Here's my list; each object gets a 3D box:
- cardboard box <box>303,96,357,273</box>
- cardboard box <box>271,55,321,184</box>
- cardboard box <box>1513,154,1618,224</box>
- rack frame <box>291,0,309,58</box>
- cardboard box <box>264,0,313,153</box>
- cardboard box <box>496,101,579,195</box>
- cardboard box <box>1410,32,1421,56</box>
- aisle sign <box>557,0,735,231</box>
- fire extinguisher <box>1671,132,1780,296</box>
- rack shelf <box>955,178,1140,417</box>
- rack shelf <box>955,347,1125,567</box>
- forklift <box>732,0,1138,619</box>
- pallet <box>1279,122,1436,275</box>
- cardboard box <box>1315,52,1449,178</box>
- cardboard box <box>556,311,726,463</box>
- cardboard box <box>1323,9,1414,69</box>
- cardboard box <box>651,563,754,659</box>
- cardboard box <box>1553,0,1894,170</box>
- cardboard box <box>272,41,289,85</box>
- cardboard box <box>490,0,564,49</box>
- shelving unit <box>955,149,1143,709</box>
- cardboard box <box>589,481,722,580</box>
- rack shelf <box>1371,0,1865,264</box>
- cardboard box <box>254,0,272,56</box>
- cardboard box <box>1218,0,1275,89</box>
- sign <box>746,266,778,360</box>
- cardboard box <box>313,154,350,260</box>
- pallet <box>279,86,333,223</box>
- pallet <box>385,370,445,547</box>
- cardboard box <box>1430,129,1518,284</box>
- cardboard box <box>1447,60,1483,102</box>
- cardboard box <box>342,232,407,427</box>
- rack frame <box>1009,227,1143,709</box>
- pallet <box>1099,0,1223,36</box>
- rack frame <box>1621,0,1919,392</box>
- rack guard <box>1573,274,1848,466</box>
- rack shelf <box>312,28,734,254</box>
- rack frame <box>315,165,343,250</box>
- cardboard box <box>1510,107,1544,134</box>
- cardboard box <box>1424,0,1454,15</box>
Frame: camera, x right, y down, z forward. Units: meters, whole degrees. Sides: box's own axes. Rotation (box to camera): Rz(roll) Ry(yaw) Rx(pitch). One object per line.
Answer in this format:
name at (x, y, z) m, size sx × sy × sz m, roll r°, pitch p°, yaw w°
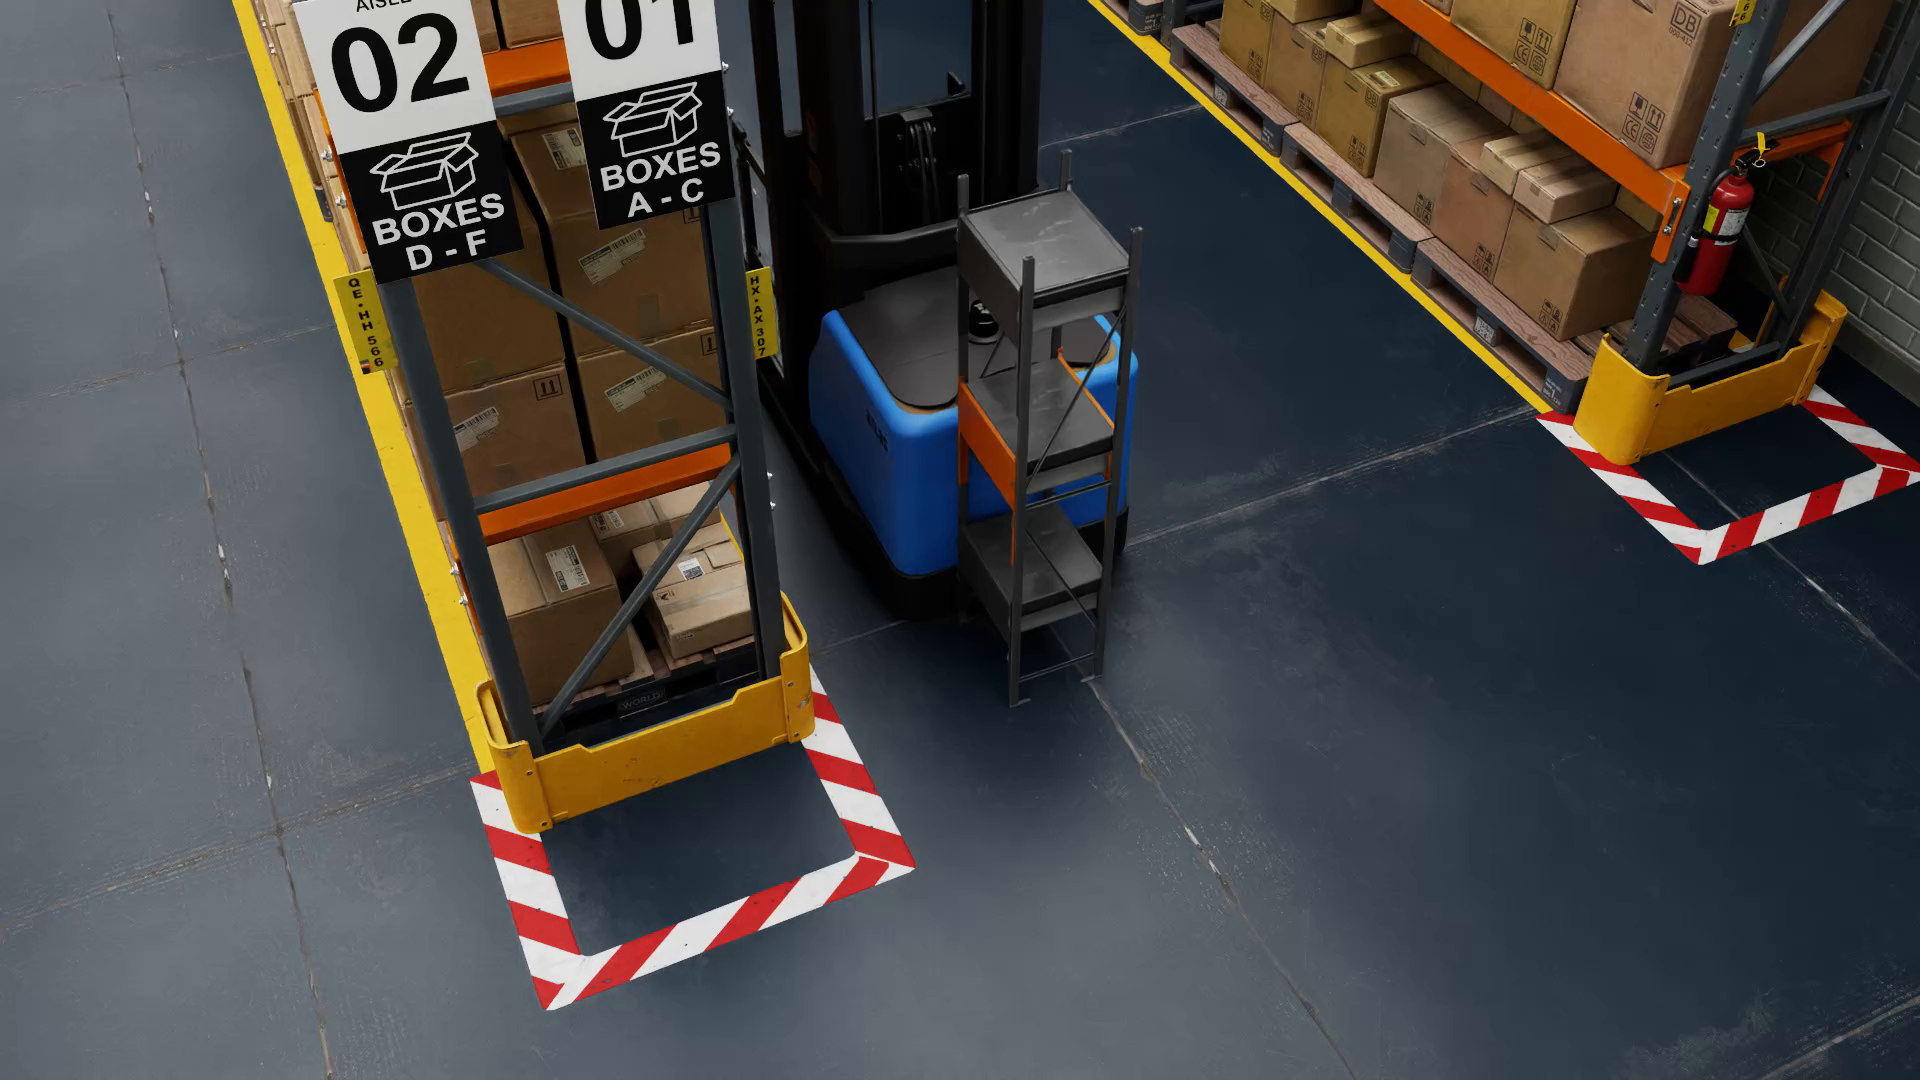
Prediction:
cardboard box at (-1.755, -1.133, 5.348) m, size 0.500 × 0.500 × 0.500 m, roll -17°, pitch 47°, yaw -16°
cardboard box at (-3.254, -2.263, 8.743) m, size 0.500 × 0.500 × 0.500 m, roll -18°, pitch 47°, yaw -18°
cardboard box at (2.783, -1.618, 7.642) m, size 0.380 × 0.149 × 0.250 m, roll -19°, pitch 48°, yaw -18°
rack frame at (-1.105, -2.353, 3.096) m, size 1.000 × 3.000 × 0.127 m, roll -18°, pitch 47°, yaw -17°
cardboard box at (-2.193, -1.789, 6.014) m, size 0.500 × 0.500 × 0.500 m, roll -17°, pitch 47°, yaw -16°
cardboard box at (-1.279, -1.300, 5.518) m, size 0.500 × 0.500 × 0.500 m, roll -18°, pitch 47°, yaw -17°
cardboard box at (2.487, -2.702, 8.741) m, size 0.380 × 0.149 × 0.250 m, roll -18°, pitch 47°, yaw -17°
aisle sign at (-0.810, -1.186, 4.334) m, size 0.394 × 0.787 × 0.004 m, roll -18°, pitch 47°, yaw -17°
fire extinguisher at (3.033, -1.290, 6.611) m, size 0.296 × 0.674 × 0.183 m, roll -18°, pitch 47°, yaw -17°
rack shelf at (0.276, -0.798, 5.455) m, size 0.431 × 0.518 × 0.480 m, roll -17°, pitch 47°, yaw -17°
rack shelf at (0.276, -0.300, 5.947) m, size 0.431 × 0.518 × 0.480 m, roll -17°, pitch 47°, yaw -17°
forklift at (-0.361, -1.769, 6.825) m, size 1.130 × 2.935 × 3.031 m, roll -17°, pitch 47°, yaw -17°
pallet at (2.472, -1.953, 8.948) m, size 1.003 × 0.211 × 1.213 m, roll -18°, pitch 47°, yaw -17°
cardboard box at (2.349, -2.336, 8.831) m, size 0.700 × 0.500 × 0.500 m, roll -17°, pitch 47°, yaw -16°
cardboard box at (-1.052, -0.614, 5.534) m, size 0.500 × 0.500 × 0.500 m, roll -17°, pitch 47°, yaw -17°
cardboard box at (2.125, -2.611, 8.648) m, size 0.380 × 0.149 × 0.250 m, roll -19°, pitch 48°, yaw -19°
cardboard box at (-0.969, 0.272, 6.424) m, size 0.380 × 0.149 × 0.250 m, roll -18°, pitch 47°, yaw -17°
cardboard box at (3.164, -2.111, 6.910) m, size 0.980 × 0.700 × 0.700 m, roll -16°, pitch 47°, yaw -16°
cardboard box at (-2.820, -2.397, 7.341) m, size 0.500 × 0.500 × 0.500 m, roll -17°, pitch 47°, yaw -16°
cardboard box at (-1.090, -1.634, 4.611) m, size 0.500 × 0.250 × 0.500 m, roll -18°, pitch 47°, yaw -17°
shelving unit at (0.276, -0.309, 5.937) m, size 0.431 × 2.100 × 0.503 m, roll -17°, pitch 47°, yaw -17°
cardboard box at (-1.287, -0.144, 6.774) m, size 0.500 × 0.250 × 0.500 m, roll -18°, pitch 47°, yaw -17°
rack shelf at (2.547, -2.701, 8.233) m, size 1.077 × 0.370 × 4.000 m, roll -18°, pitch 47°, yaw -17°
cardboard box at (-3.665, -2.900, 9.389) m, size 0.500 × 0.500 × 0.500 m, roll -17°, pitch 47°, yaw -17°
cardboard box at (1.927, -2.985, 9.489) m, size 0.700 × 0.500 × 0.500 m, roll -17°, pitch 47°, yaw -17°
sign at (-0.613, -0.686, 5.062) m, size 0.100 × 0.325 × 0.005 m, roll -18°, pitch 47°, yaw -17°
cardboard box at (-2.178, -1.428, 6.360) m, size 0.500 × 0.500 × 0.500 m, roll -19°, pitch 48°, yaw -18°
pallet at (-3.163, -2.281, 9.280) m, size 1.003 × 0.211 × 1.213 m, roll -18°, pitch 47°, yaw -17°
pallet at (-1.982, -0.557, 7.533) m, size 1.003 × 0.211 × 1.213 m, roll -18°, pitch 47°, yaw -17°
cardboard box at (2.792, -1.678, 8.164) m, size 0.700 × 0.500 × 0.500 m, roll -18°, pitch 47°, yaw -18°
cardboard box at (2.702, -2.377, 8.411) m, size 0.380 × 0.149 × 0.250 m, roll -18°, pitch 47°, yaw -17°
cardboard box at (-1.762, -0.788, 5.710) m, size 0.500 × 0.500 × 0.500 m, roll -18°, pitch 47°, yaw -17°
rack frame at (0.375, -0.152, 5.778) m, size 0.400 × 2.100 × 0.015 m, roll -17°, pitch 47°, yaw -17°
pallet at (1.313, -3.709, 10.727) m, size 1.003 × 0.211 × 1.213 m, roll -18°, pitch 47°, yaw -17°
rack frame at (3.388, -1.683, 6.689) m, size 1.000 × 3.000 × 0.127 m, roll -18°, pitch 47°, yaw -17°
rack guard at (3.398, -0.778, 7.551) m, size 1.175 × 0.500 × 0.348 m, roll -18°, pitch 47°, yaw -17°
rack shelf at (-1.946, -2.304, 5.694) m, size 1.077 × 0.370 × 4.000 m, roll -18°, pitch 47°, yaw -17°
rack frame at (-2.787, -2.766, 7.787) m, size 1.000 × 3.000 × 0.127 m, roll -18°, pitch 47°, yaw -17°
cardboard box at (2.918, -2.051, 8.081) m, size 0.380 × 0.149 × 0.250 m, roll -18°, pitch 47°, yaw -17°
cardboard box at (2.536, -3.060, 7.871) m, size 0.980 × 0.700 × 0.700 m, roll -20°, pitch 48°, yaw -19°
